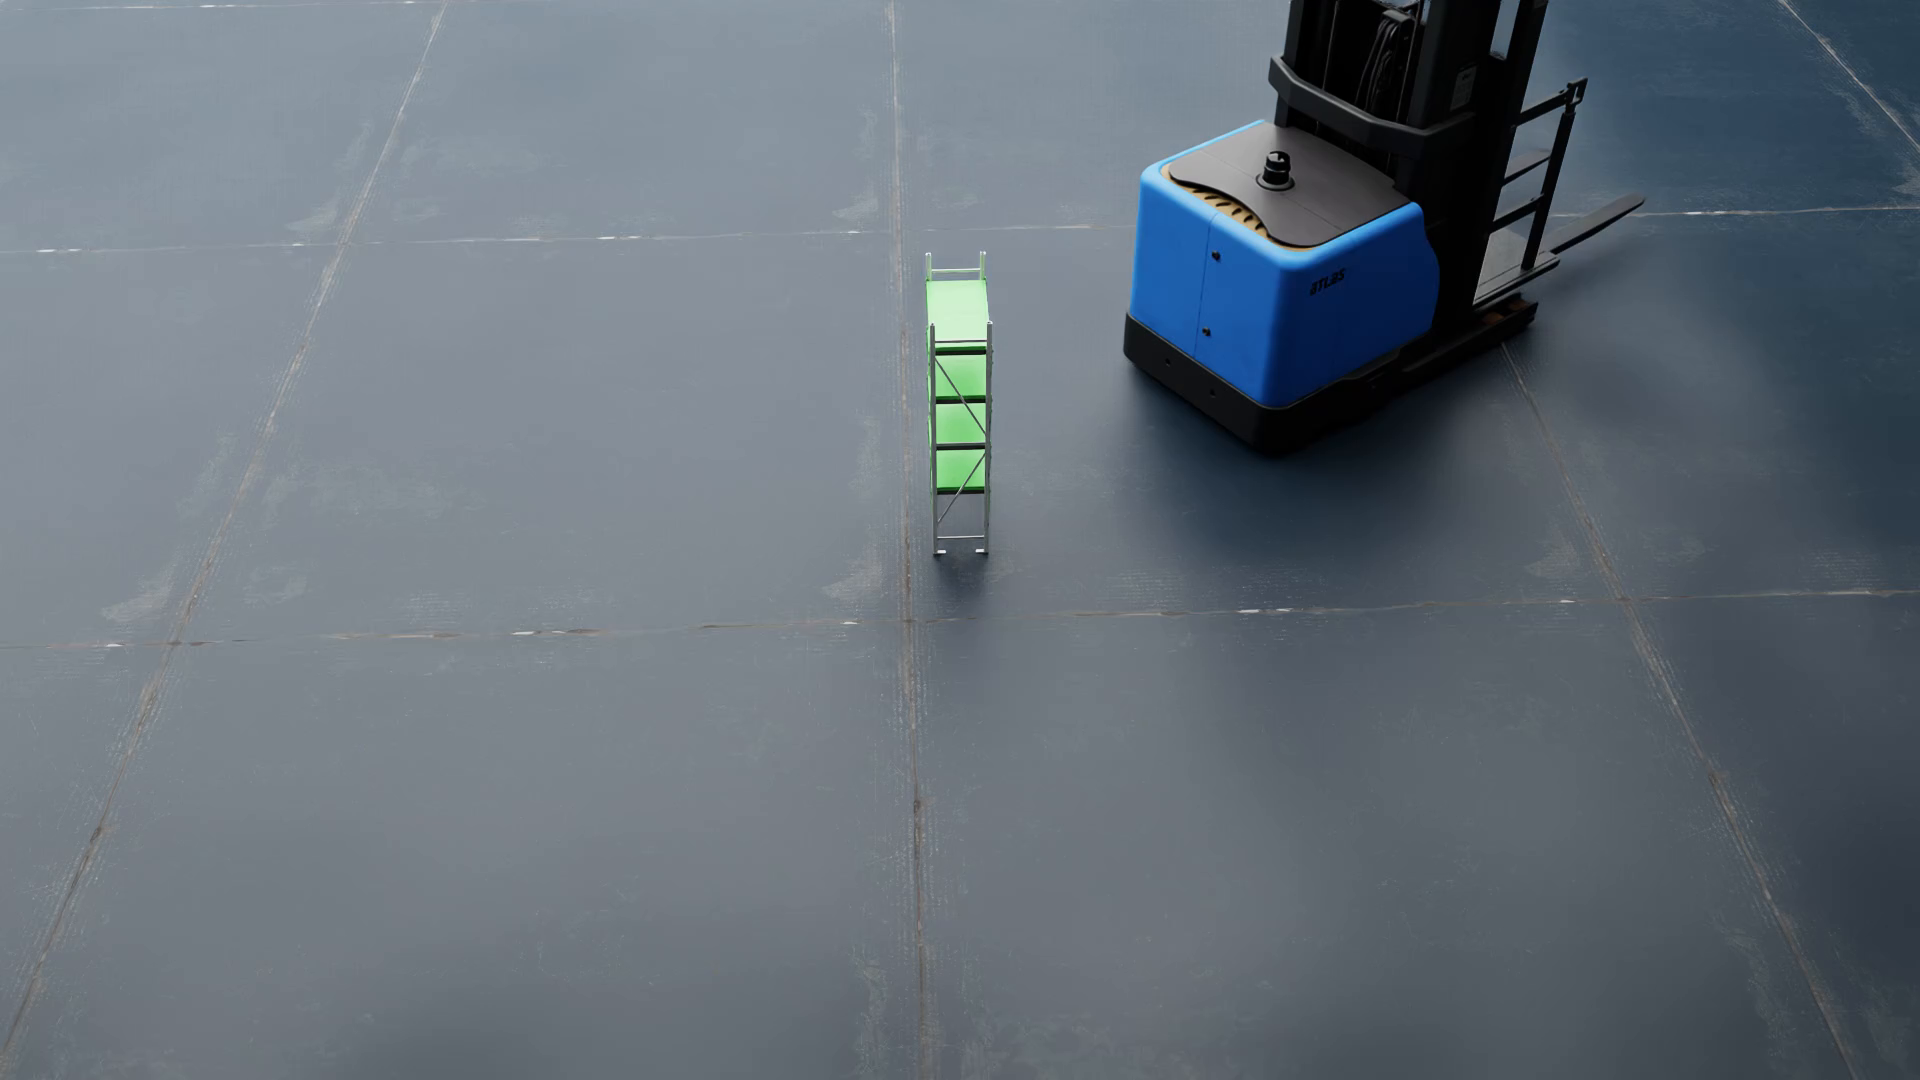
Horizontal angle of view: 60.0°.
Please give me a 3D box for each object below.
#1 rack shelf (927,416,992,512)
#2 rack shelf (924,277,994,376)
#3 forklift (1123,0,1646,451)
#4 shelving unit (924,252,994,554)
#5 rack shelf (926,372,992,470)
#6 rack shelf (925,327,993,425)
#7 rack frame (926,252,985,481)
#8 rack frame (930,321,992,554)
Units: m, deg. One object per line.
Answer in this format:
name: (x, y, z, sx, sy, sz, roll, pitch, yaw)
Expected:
rack shelf: (-0.007, -0.330, 7.172, 0.258, 0.148, 0.480, -2, 43, -2)
rack shelf: (-0.007, -0.861, 6.685, 0.258, 0.148, 0.480, -2, 43, -2)
forklift: (2.278, -2.309, 7.599, 3.031, 2.935, 1.130, -27, 49, -27)
shelving unit: (-0.007, -0.554, 6.966, 0.258, 1.200, 0.503, -2, 43, -2)
rack shelf: (-0.007, -0.507, 7.010, 0.258, 0.148, 0.480, -2, 43, -2)
rack shelf: (-0.007, -0.684, 6.847, 0.258, 0.148, 0.480, -2, 43, -2)
rack frame: (-0.017, -0.719, 7.146, 0.240, 1.200, 0.015, -2, 43, -2)
rack frame: (0.003, -0.389, 6.787, 0.240, 1.200, 0.015, -2, 43, -2)
